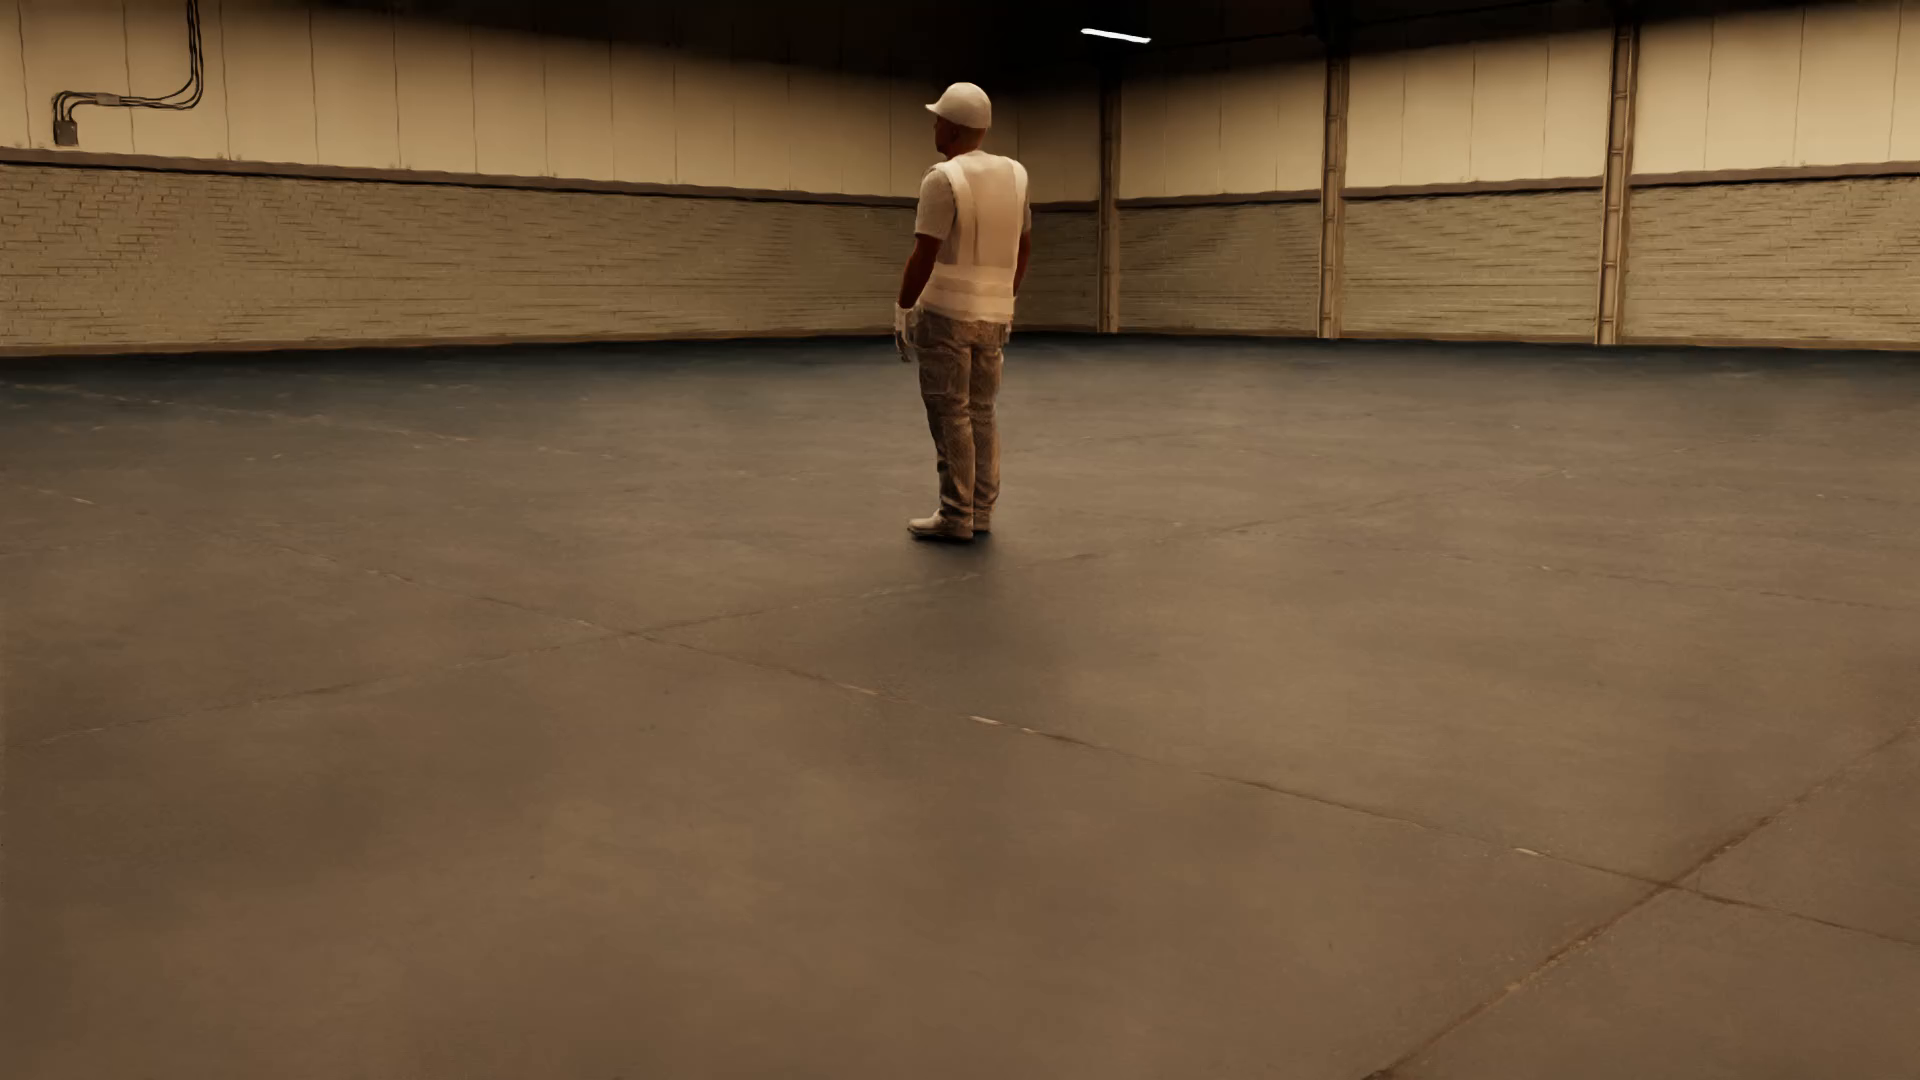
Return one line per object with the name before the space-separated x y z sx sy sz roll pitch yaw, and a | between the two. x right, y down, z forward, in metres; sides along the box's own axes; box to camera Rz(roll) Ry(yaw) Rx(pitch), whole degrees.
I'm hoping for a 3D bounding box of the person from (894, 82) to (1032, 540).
person | -0.046 -0.897 6.639 0.576 1.782 0.655 8 12 43
